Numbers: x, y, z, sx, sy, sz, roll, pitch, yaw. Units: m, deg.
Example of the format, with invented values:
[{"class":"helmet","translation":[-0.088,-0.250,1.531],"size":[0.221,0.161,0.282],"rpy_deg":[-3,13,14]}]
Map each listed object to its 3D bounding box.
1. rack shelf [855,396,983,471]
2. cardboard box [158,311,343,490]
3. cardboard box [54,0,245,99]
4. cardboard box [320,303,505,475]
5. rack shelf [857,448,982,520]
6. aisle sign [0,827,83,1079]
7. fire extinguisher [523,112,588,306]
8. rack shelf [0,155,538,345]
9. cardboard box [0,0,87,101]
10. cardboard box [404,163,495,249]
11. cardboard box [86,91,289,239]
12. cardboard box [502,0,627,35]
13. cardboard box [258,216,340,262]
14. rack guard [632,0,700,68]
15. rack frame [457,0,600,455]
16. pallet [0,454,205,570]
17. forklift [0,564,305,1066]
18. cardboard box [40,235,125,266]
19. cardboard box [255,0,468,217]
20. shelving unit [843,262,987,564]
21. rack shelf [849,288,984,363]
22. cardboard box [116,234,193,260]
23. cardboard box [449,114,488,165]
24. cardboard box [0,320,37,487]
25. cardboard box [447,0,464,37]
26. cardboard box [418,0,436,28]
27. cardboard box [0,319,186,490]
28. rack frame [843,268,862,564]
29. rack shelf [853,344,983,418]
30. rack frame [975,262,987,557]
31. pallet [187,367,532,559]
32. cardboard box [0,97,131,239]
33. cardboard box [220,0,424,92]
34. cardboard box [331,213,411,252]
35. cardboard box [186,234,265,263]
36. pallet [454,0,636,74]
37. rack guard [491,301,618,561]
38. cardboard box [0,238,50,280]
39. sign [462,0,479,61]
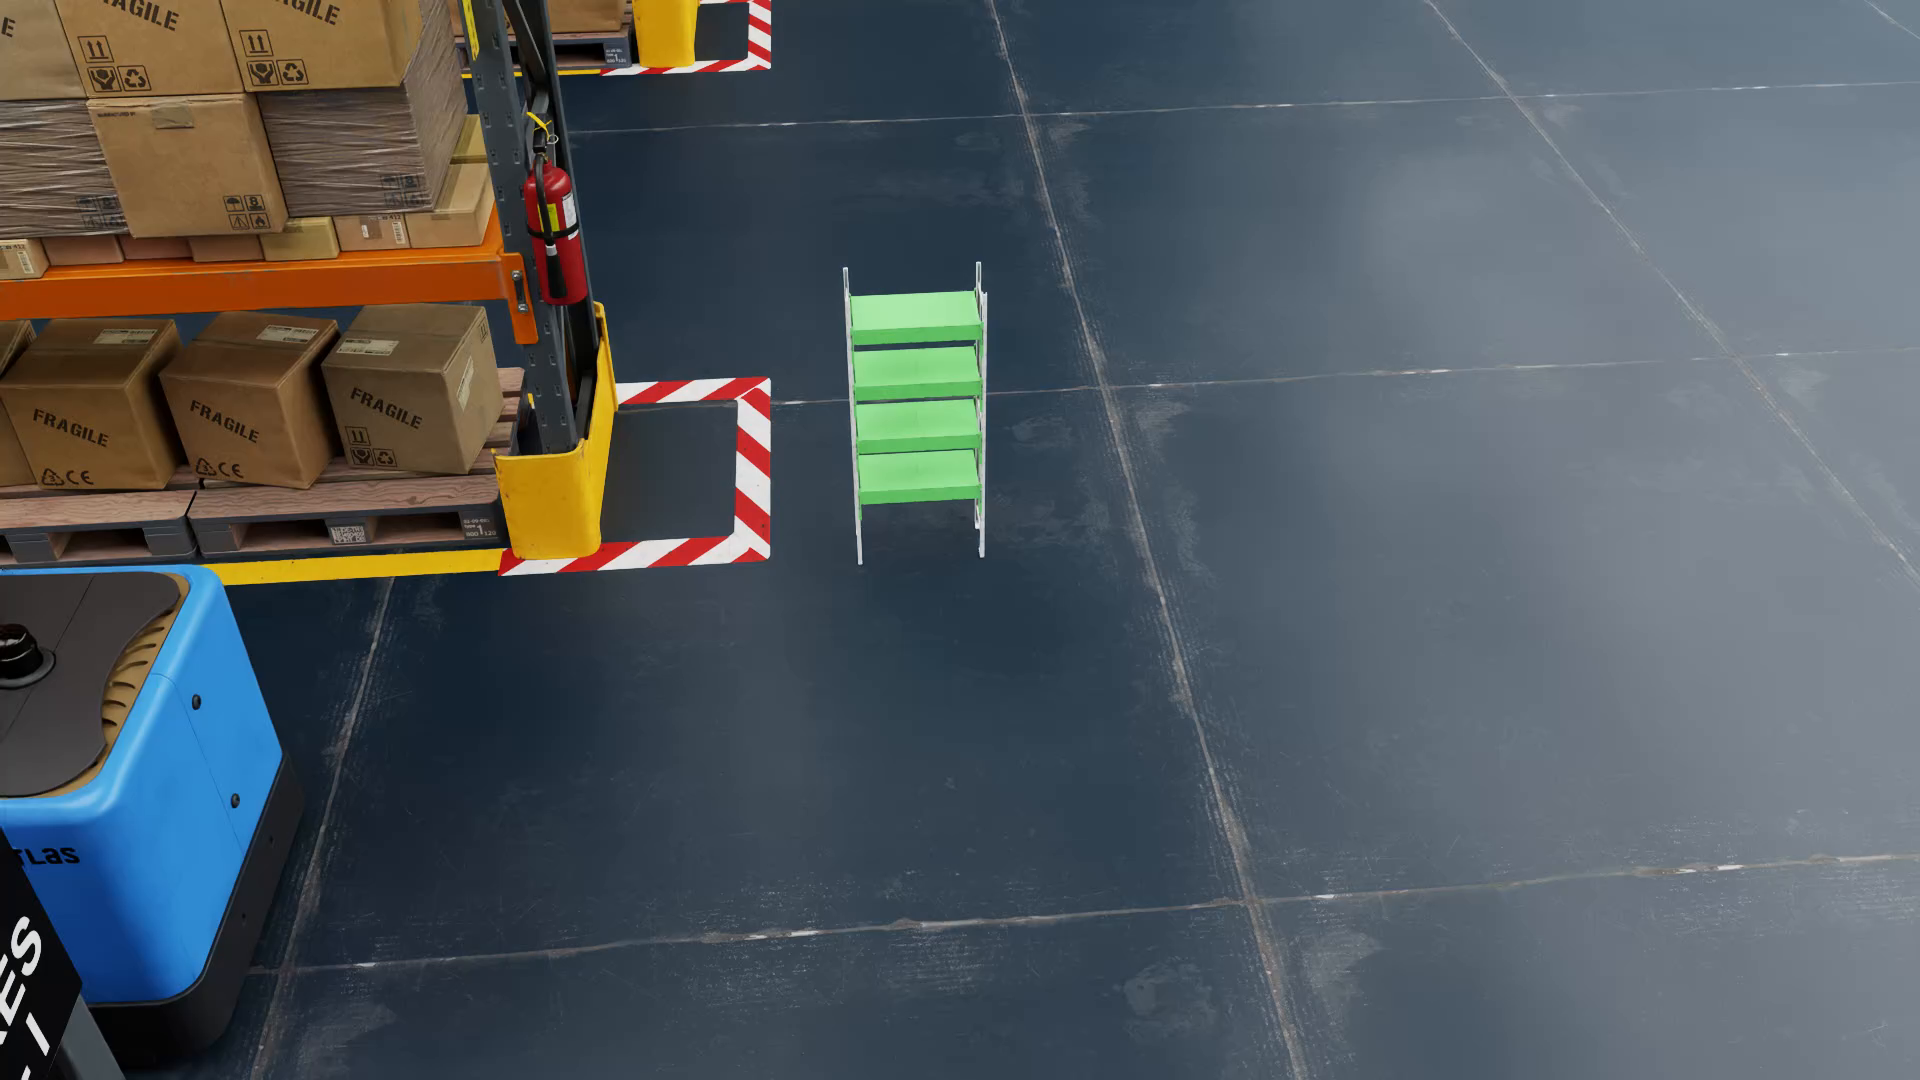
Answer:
[{"class":"rack shelf","translation":[-0.165,-0.412,6.406],"size":[0.480,0.148,0.258],"rpy_deg":[-3,38,-4]},{"class":"cardboard box","translation":[-2.814,-0.572,6.733],"size":[0.500,0.500,0.500],"rpy_deg":[6,39,8]},{"class":"cardboard box","translation":[-2.621,-1.802,5.484],"size":[0.500,0.500,0.500],"rpy_deg":[-3,38,-4]},{"class":"cardboard box","translation":[-2.221,-0.626,6.801],"size":[0.500,0.500,0.500],"rpy_deg":[4,38,4]},{"class":"rack shelf","translation":[-0.165,-0.223,6.555],"size":[0.480,0.148,0.258],"rpy_deg":[-3,38,-4]},{"class":"aisle sign","translation":[-1.113,0.384,1.743],"size":[0.004,0.787,0.394],"rpy_deg":[-3,38,-4]},{"class":"fire extinguisher","translation":[-1.443,-1.158,5.859],"size":[0.183,0.674,0.296],"rpy_deg":[-3,38,-4]},{"class":"rack shelf","translation":[-3.590,-1.075,6.271],"size":[4.000,0.370,1.077],"rpy_deg":[-3,38,-4]},{"class":"cardboard box","translation":[-3.119,-1.776,5.451],"size":[0.500,0.500,0.500],"rpy_deg":[-3,38,-4]},{"class":"cardboard box","translation":[-1.863,-1.225,6.084],"size":[0.250,0.149,0.380],"rpy_deg":[-3,38,-4]},{"class":"cardboard box","translation":[-2.635,-1.508,5.919],"size":[0.500,0.500,0.875],"rpy_deg":[-3,38,-4]},{"class":"cardboard box","translation":[-2.606,-3.785,10.502],"size":[0.875,0.875,0.875],"rpy_deg":[-3,38,-4]},{"class":"cardboard box","translation":[-2.357,-1.166,6.009],"size":[0.250,0.149,0.380],"rpy_deg":[-3,38,-4]},{"class":"rack guard","translation":[-1.912,-3.553,10.849],"size":[0.348,0.500,1.175],"rpy_deg":[-3,38,-4]},{"class":"rack frame","translation":[-1.598,-1.467,6.187],"size":[0.127,3.000,1.000],"rpy_deg":[-3,38,-4]},{"class":"pallet","translation":[-3.698,-0.280,6.935],"size":[1.213,0.211,1.003],"rpy_deg":[-3,38,-4]},{"class":"forklift","translation":[-3.664,0.100,4.256],"size":[3.031,2.935,1.130],"rpy_deg":[-2,38,-2]},{"class":"cardboard box","translation":[-3.107,-1.146,5.984],"size":[0.250,0.149,0.380],"rpy_deg":[-3,38,-4]},{"class":"cardboard box","translation":[-2.148,-1.609,6.047],"size":[0.500,0.500,0.875],"rpy_deg":[-3,38,-4]},{"class":"shelving unit","translation":[-0.165,-0.462,6.367],"size":[0.503,1.200,0.258],"rpy_deg":[-3,38,-4]},{"class":"rack shelf","translation":[-0.165,-0.789,6.109],"size":[0.480,0.148,0.258],"rpy_deg":[-3,38,-4]},{"class":"cardboard box","translation":[-2.860,-1.174,6.019],"size":[0.250,0.149,0.380],"rpy_deg":[-3,38,-4]},{"class":"cardboard box","translation":[-1.903,-1.500,6.432],"size":[0.250,0.149,0.380],"rpy_deg":[-3,38,-4]},{"class":"cardboard box","translation":[-3.999,-0.547,6.700],"size":[0.500,0.500,0.500],"rpy_deg":[-6,39,-8]},{"class":"cardboard box","translation":[-3.482,-3.736,10.439],"size":[0.875,0.875,0.875],"rpy_deg":[-4,38,-5]},{"class":"cardboard box","translation":[-2.170,-2.153,5.929],"size":[0.500,0.500,0.500],"rpy_deg":[-3,38,-4]},{"class":"cardboard box","translation":[-3.439,-0.550,6.704],"size":[0.500,0.500,0.500],"rpy_deg":[0,38,0]},{"class":"rack frame","translation":[-0.408,-0.449,6.350],"size":[0.015,1.200,0.240],"rpy_deg":[-3,38,-4]},{"class":"rack shelf","translation":[-0.165,-0.600,6.258],"size":[0.480,0.148,0.258],"rpy_deg":[-3,38,-4]},{"class":"rack frame","translation":[0.078,-0.475,6.384],"size":[0.015,1.200,0.240],"rpy_deg":[-3,38,-4]},{"class":"pallet","translation":[-2.486,-0.345,7.017],"size":[1.213,0.211,1.003],"rpy_deg":[-3,38,-4]},{"class":"cardboard box","translation":[-3.137,-1.507,5.918],"size":[0.500,0.500,0.875],"rpy_deg":[-3,38,-4]},{"class":"cardboard box","translation":[-2.124,-1.833,5.523],"size":[0.500,0.500,0.500],"rpy_deg":[-3,38,-4]},{"class":"cardboard box","translation":[-2.112,-1.212,6.067],"size":[0.250,0.149,0.380],"rpy_deg":[-3,38,-4]},{"class":"cardboard box","translation":[-2.607,-1.162,6.004],"size":[0.250,0.149,0.380],"rpy_deg":[-3,38,-4]},{"class":"pallet","translation":[-2.726,-3.346,10.820],"size":[1.213,0.211,1.003],"rpy_deg":[-3,38,-4]},{"class":"rack guard","translation":[-1.673,-0.481,6.956],"size":[0.348,0.500,1.175],"rpy_deg":[-3,38,-4]},{"class":"cardboard box","translation":[-3.348,-1.078,5.897],"size":[0.250,0.149,0.380],"rpy_deg":[-3,38,-4]},{"class":"sign","translation":[-1.568,-1.702,5.295],"size":[0.005,0.325,0.100],"rpy_deg":[-3,38,-4]}]
